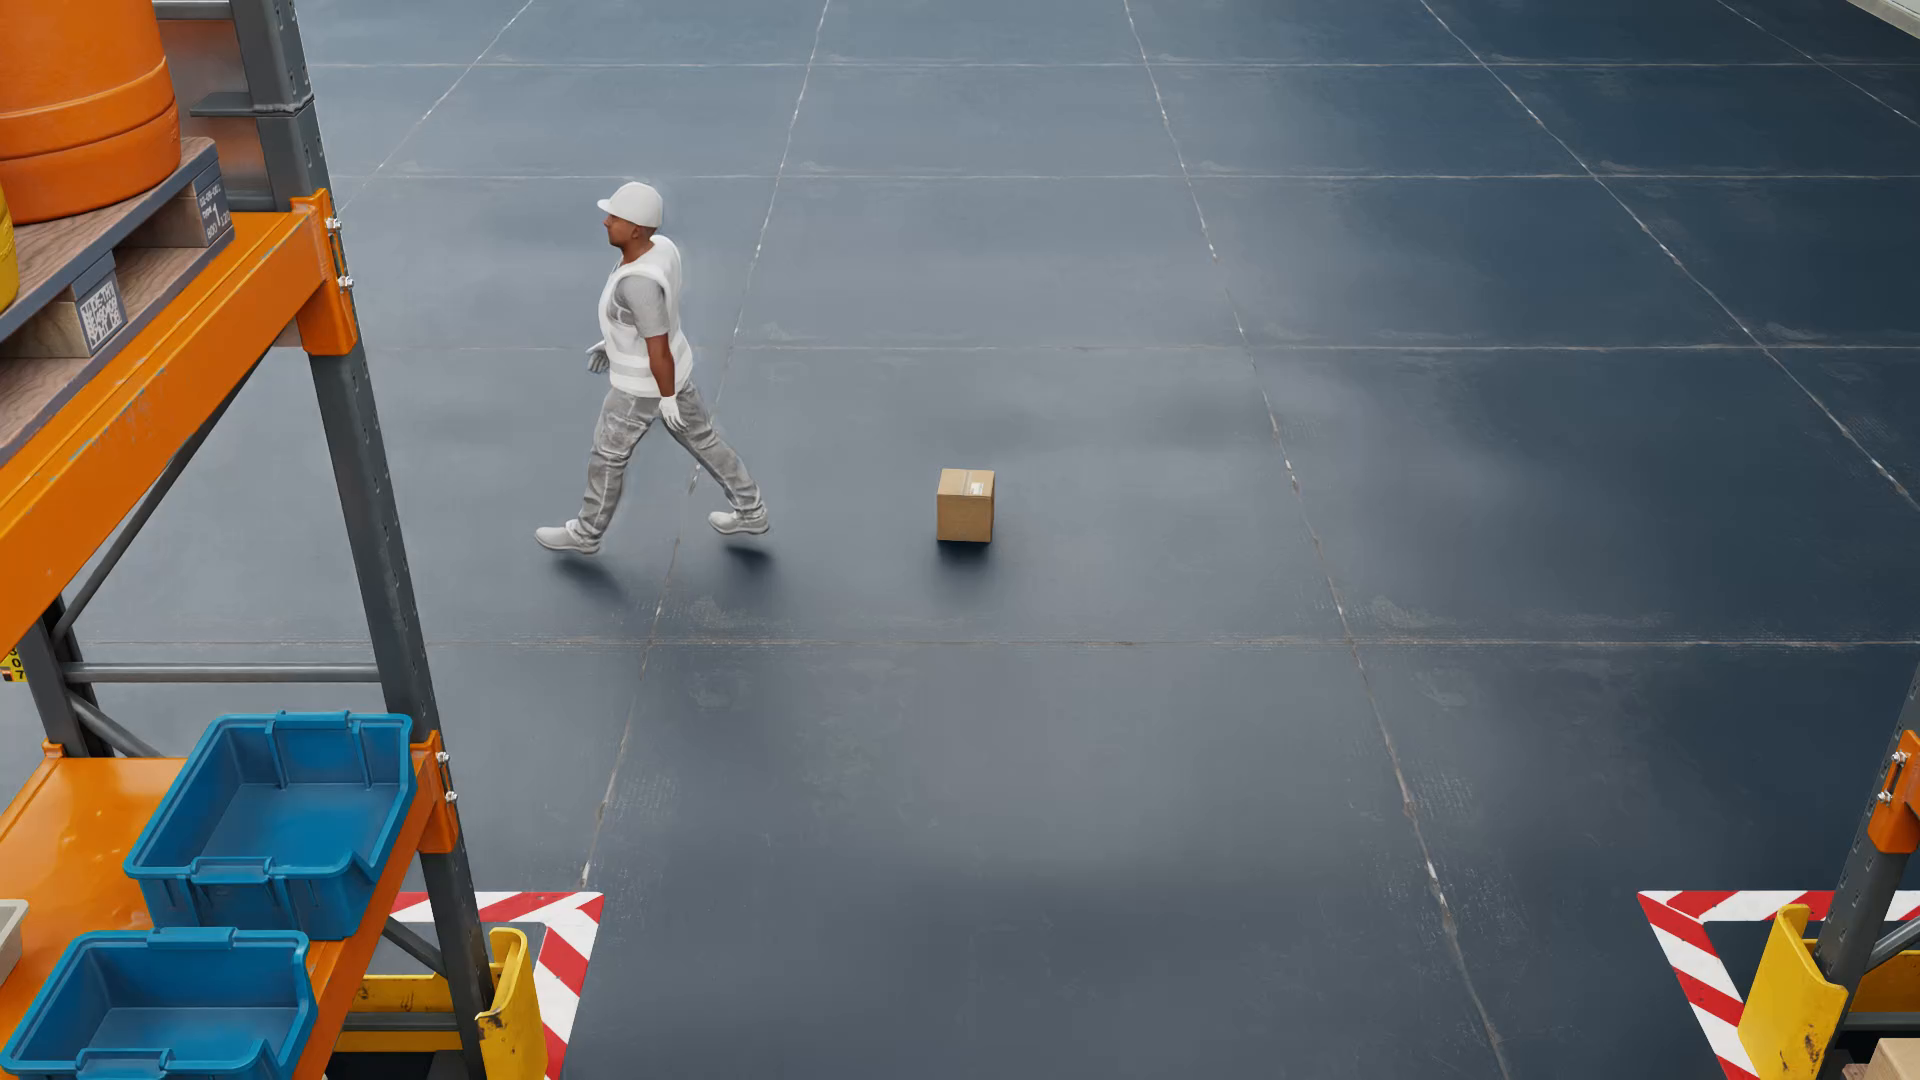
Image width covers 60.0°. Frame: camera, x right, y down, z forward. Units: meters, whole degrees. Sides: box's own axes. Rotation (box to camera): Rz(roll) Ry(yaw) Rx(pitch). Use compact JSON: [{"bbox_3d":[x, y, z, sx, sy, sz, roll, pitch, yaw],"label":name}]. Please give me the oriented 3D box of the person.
[{"bbox_3d":[-1.421,-0.739,7.313,1.057,1.729,0.541,4,31,6],"label":"person"}]
